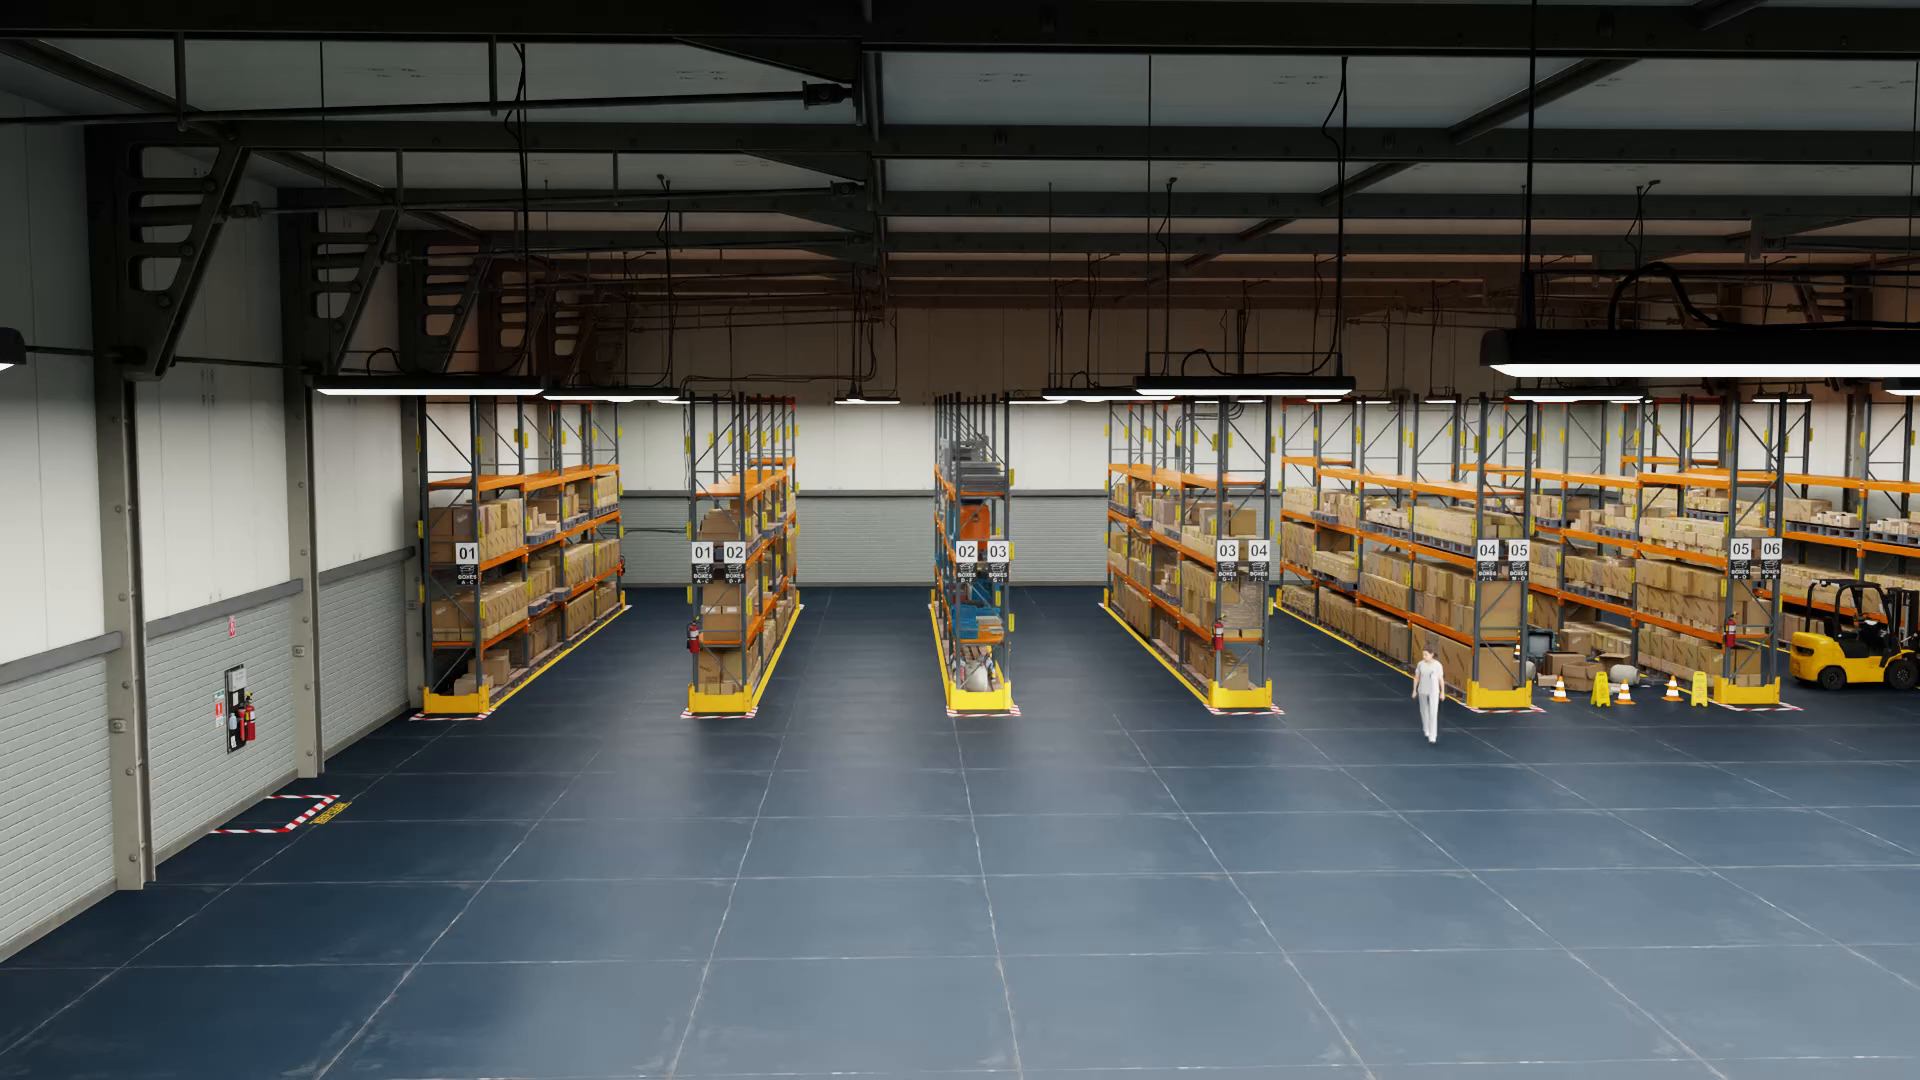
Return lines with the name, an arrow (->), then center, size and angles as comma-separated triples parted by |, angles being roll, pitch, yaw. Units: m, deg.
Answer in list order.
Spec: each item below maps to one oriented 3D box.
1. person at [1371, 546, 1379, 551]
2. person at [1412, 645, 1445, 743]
person -> 12.111, 1.084, 48.478 | 1.030, 1.463, 0.510 | 1, 5, 16
person -> 8.023, 2.622, 28.503 | 0.497, 1.641, 0.896 | 3, 5, 30
